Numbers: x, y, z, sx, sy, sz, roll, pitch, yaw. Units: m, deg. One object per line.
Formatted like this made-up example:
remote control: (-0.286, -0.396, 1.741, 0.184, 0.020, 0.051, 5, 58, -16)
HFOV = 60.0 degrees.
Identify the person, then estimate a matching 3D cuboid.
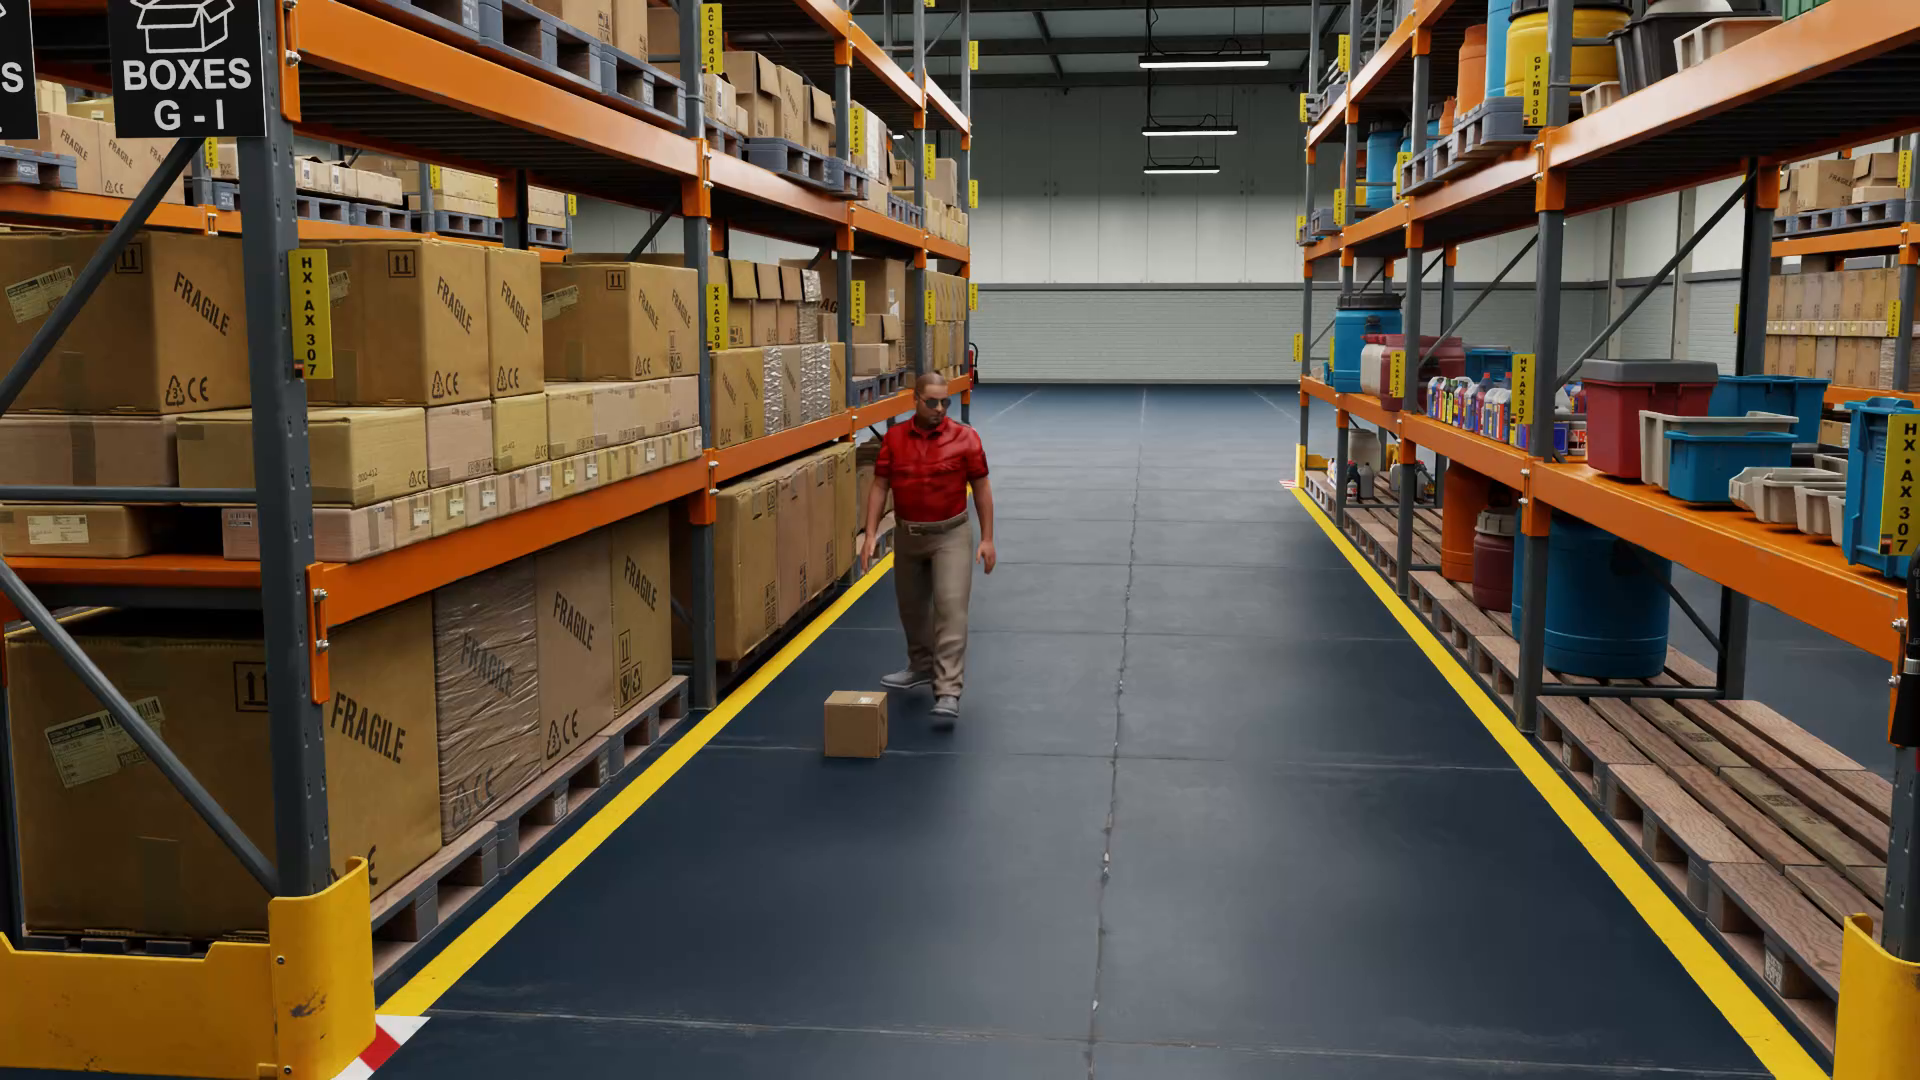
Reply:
person: (-0.189, 0.008, 8.316, 0.687, 1.688, 0.913, 3, 8, 23)
